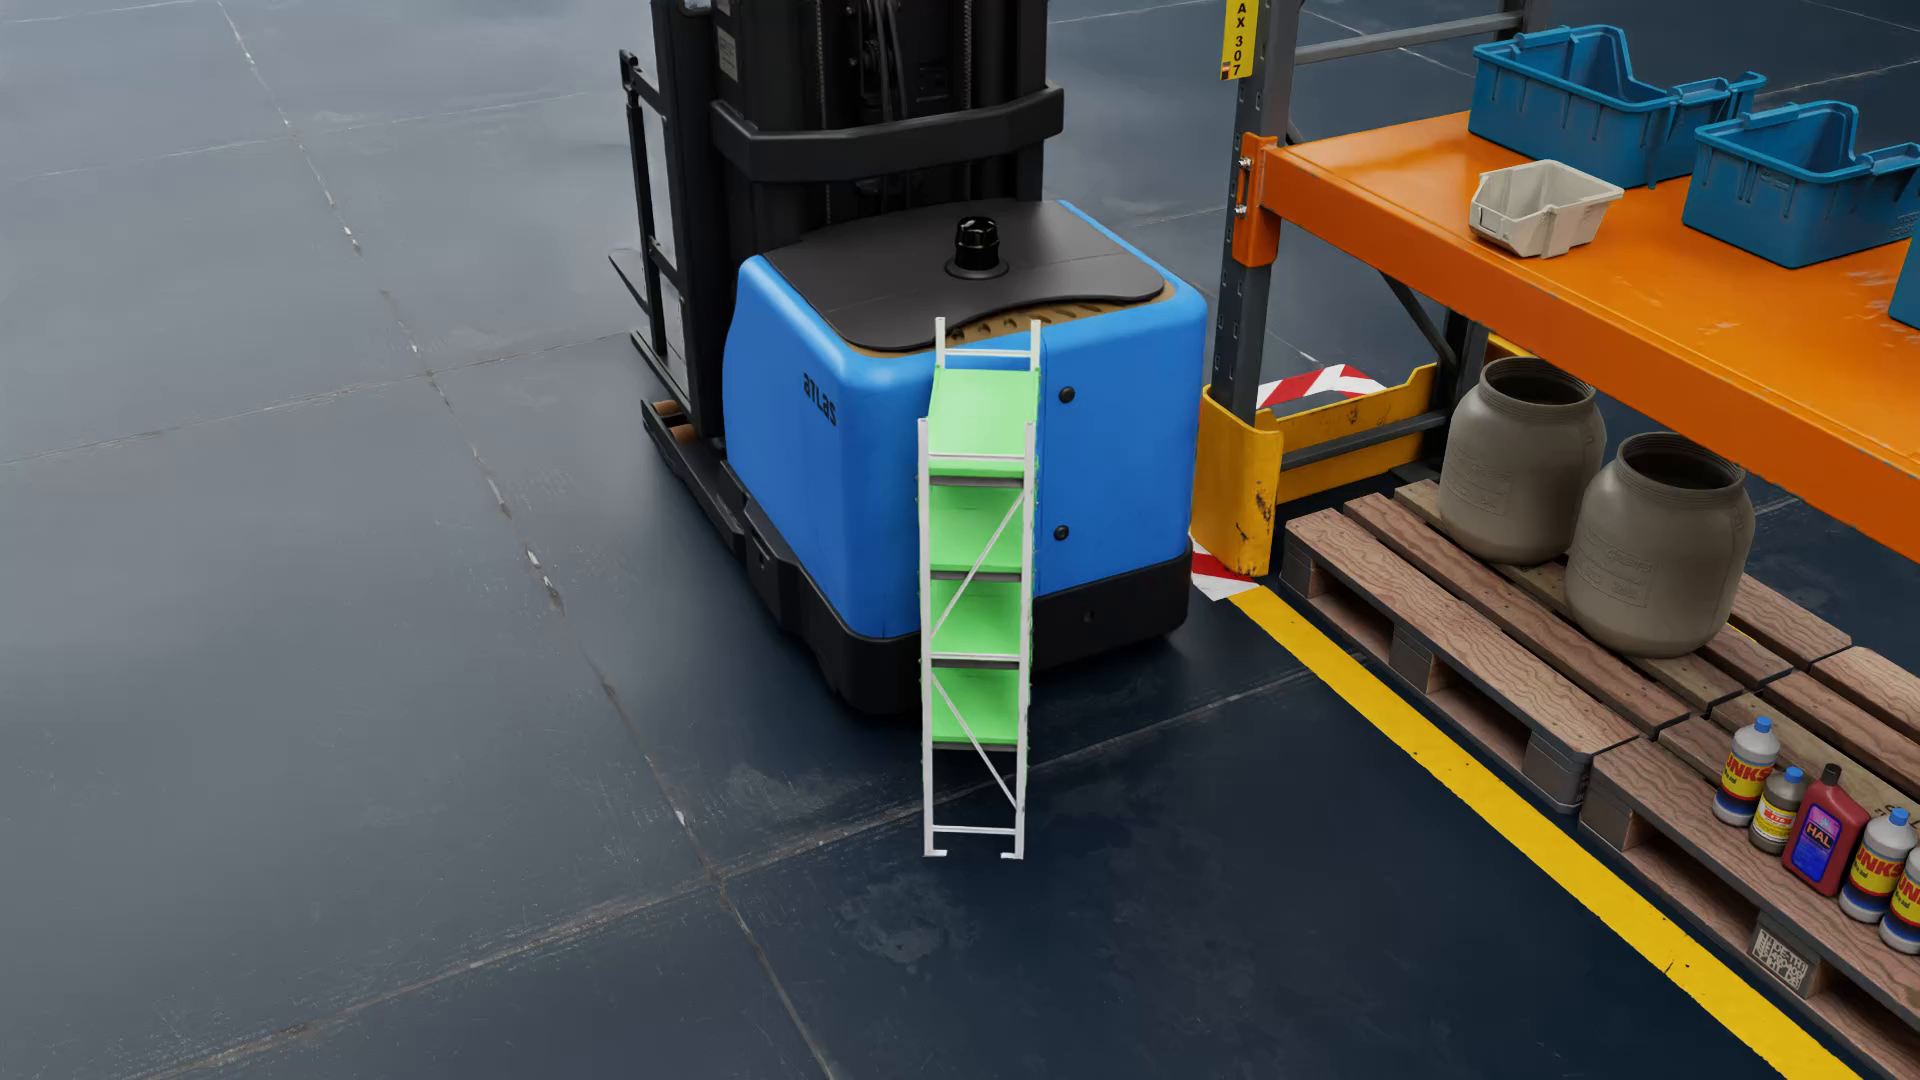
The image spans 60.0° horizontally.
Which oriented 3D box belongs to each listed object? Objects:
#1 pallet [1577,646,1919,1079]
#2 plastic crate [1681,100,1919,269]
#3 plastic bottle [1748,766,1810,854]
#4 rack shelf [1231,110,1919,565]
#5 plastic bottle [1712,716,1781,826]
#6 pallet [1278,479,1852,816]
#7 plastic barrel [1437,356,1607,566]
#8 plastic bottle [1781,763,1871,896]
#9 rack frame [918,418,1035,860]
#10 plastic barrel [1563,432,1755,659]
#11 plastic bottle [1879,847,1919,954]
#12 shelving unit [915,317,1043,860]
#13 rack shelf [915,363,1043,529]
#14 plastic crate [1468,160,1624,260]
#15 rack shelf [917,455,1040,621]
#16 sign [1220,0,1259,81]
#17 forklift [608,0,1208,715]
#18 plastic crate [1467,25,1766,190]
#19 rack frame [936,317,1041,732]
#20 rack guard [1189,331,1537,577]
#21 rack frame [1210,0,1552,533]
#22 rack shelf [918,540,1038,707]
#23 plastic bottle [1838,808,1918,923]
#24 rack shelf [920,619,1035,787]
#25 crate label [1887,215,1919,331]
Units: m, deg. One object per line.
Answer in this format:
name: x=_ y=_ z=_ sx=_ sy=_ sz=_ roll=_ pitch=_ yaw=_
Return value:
pallet: x=2.241 y=0.779 z=3.839 sx=1.003 sy=0.211 sz=1.213 roll=-16 pitch=36 yaw=-23
plastic crate: x=2.021 y=-0.853 z=3.938 sx=0.499 sy=0.251 sz=0.408 roll=-16 pitch=36 yaw=-23
plastic bottle: x=1.843 y=0.596 z=3.726 sx=0.097 sy=0.201 sz=0.097 roll=0 pitch=33 yaw=0
rack shelf: x=2.158 y=-0.133 z=3.344 sx=1.077 sy=0.370 sz=4.000 roll=-16 pitch=36 yaw=-23
plastic bottle: x=1.795 y=0.517 z=3.784 sx=0.097 sy=0.271 sz=0.097 roll=0 pitch=33 yaw=0
pallet: x=1.676 y=0.197 z=4.746 sx=1.003 sy=0.211 sz=1.213 roll=-16 pitch=36 yaw=-23
plastic barrel: x=1.600 y=-0.225 z=4.737 sx=0.421 sy=0.512 sz=0.421 roll=0 pitch=33 yaw=0
plastic bottle: x=1.884 y=0.625 z=3.605 sx=0.061 sy=0.283 sz=0.133 roll=-15 pitch=36 yaw=-22
rack frame: x=0.034 y=0.263 z=3.727 sx=0.240 sy=1.200 sz=0.015 roll=2 pitch=33 yaw=3
plastic barrel: x=1.834 y=0.015 z=4.364 sx=0.421 sy=0.512 sz=0.421 roll=0 pitch=33 yaw=0
plastic bottle: x=2.001 y=0.728 z=3.454 sx=0.097 sy=0.271 sz=0.097 roll=0 pitch=33 yaw=0
shelving unit: x=0.049 y=0.132 z=3.932 sx=0.258 sy=1.200 sz=0.503 roll=2 pitch=33 yaw=3
rack shelf: x=0.049 y=-0.218 z=3.707 sx=0.258 sy=0.148 sz=0.480 roll=2 pitch=33 yaw=3
plastic crate: x=1.358 y=-0.771 z=3.918 sx=0.298 sy=0.136 sz=0.250 roll=-16 pitch=36 yaw=-23
rack shelf: x=0.049 y=-0.016 z=3.837 sx=0.258 sy=0.148 sz=0.480 roll=2 pitch=33 yaw=3
sign: x=0.737 y=-1.370 z=4.352 sx=0.100 sy=0.325 sz=0.005 roll=-16 pitch=36 yaw=-23
forklift: x=-0.443 y=-1.550 z=4.952 sx=1.130 sy=2.935 sz=3.031 roll=-15 pitch=35 yaw=-22
plastic crate: x=1.723 y=-1.164 z=4.424 sx=0.499 sy=0.251 sz=0.616 roll=-16 pitch=36 yaw=-23
rack frame: x=0.065 y=0.001 z=4.137 sx=0.240 sy=1.200 sz=0.015 roll=2 pitch=33 yaw=3
rack guard: x=1.302 y=-0.313 z=5.276 sx=1.175 sy=0.500 sz=0.348 roll=-16 pitch=36 yaw=-23
rack frame: x=1.225 y=-1.390 z=4.639 sx=1.000 sy=3.000 sz=0.127 roll=-16 pitch=36 yaw=-23
rack shelf: x=0.049 y=0.186 z=3.966 sx=0.258 sy=0.148 sz=0.480 roll=2 pitch=33 yaw=3
plastic bottle: x=1.955 y=0.681 z=3.528 sx=0.097 sy=0.271 sz=0.097 roll=0 pitch=33 yaw=0
rack shelf: x=0.049 y=0.388 z=4.096 sx=0.258 sy=0.148 sz=0.480 roll=2 pitch=33 yaw=3
crate label: x=2.323 y=-0.595 z=3.365 sx=0.502 sy=0.435 sz=0.616 roll=-16 pitch=36 yaw=-23
